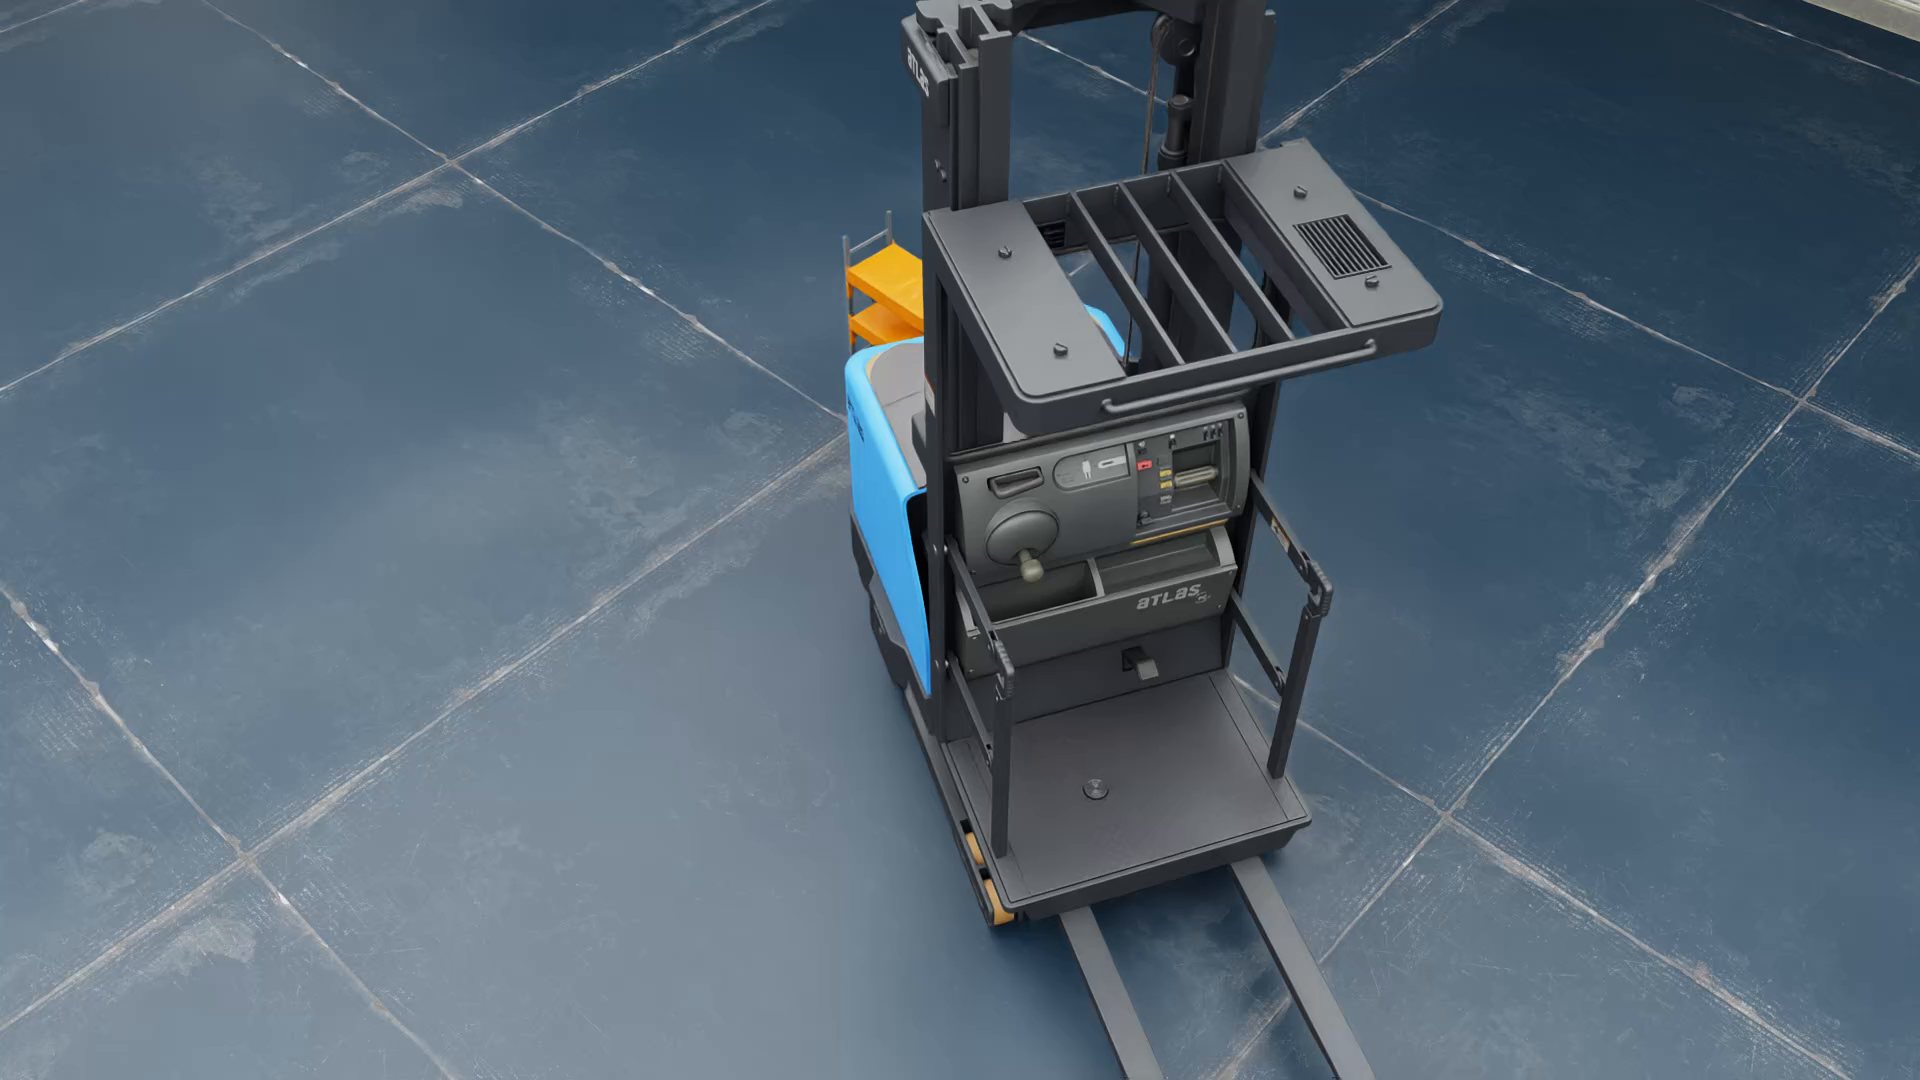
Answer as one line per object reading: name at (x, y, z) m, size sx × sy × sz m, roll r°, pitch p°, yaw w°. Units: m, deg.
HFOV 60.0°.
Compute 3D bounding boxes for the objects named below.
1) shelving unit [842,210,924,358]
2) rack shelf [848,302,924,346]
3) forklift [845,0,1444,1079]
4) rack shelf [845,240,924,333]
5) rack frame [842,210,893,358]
shelving unit at (-0.184, -0.667, 6.662) m, size 0.258 × 1.200 × 0.503 m, roll -35°, pitch 56°, yaw -28°
rack shelf at (-0.184, -0.775, 6.548) m, size 0.258 × 0.148 × 0.480 m, roll -35°, pitch 56°, yaw -28°
forklift at (0.511, -0.042, 4.887) m, size 1.130 × 2.935 × 3.031 m, roll -14°, pitch 48°, yaw -12°
rack shelf at (-0.184, -0.936, 6.376) m, size 0.258 × 0.148 × 0.480 m, roll -35°, pitch 56°, yaw -28°
rack frame at (-0.354, -0.795, 6.782) m, size 0.240 × 1.200 × 0.015 m, roll -35°, pitch 56°, yaw -28°
